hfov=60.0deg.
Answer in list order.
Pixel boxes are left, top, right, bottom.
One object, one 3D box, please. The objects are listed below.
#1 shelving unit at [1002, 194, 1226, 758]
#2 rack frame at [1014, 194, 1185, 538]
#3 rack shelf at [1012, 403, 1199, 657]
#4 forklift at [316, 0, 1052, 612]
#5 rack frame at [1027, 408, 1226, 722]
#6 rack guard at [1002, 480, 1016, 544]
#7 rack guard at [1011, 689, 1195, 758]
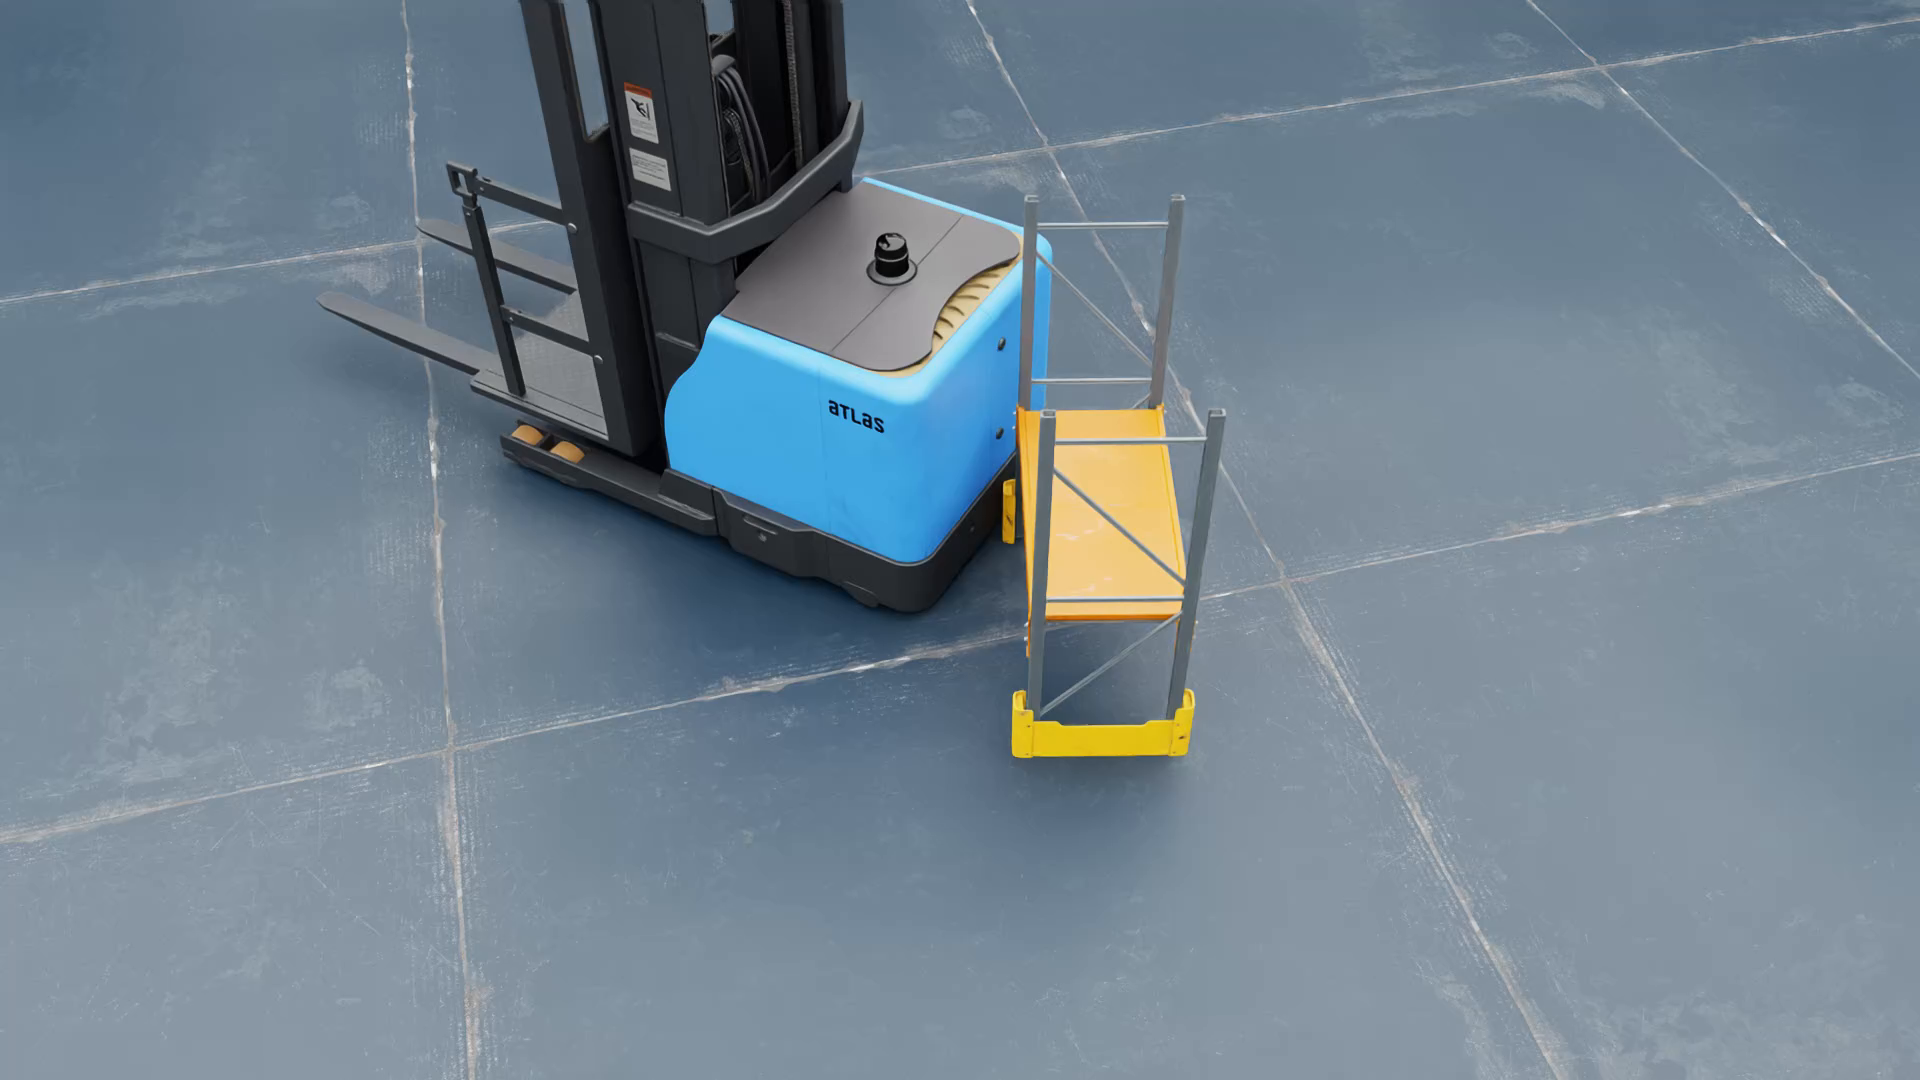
[{"bbox_3d":[0.460,-0.188,5.384,0.587,1.500,1.083,-1,46,-1],"label":"shelving unit"},{"bbox_3d":[0.453,-0.544,5.733,0.500,1.500,0.032,-1,46,-1],"label":"rack frame"},{"bbox_3d":[0.460,-0.056,5.506,0.538,0.185,1.000,-1,46,-1],"label":"rack shelf"},{"bbox_3d":[-1.201,-1.548,5.715,3.031,2.935,1.130,22,49,20],"label":"forklift"},{"bbox_3d":[0.467,0.182,5.022,0.500,1.500,0.032,-1,46,-1],"label":"rack frame"},{"bbox_3d":[0.453,-0.106,6.179,0.587,0.250,0.087,-1,46,-1],"label":"rack guard"},{"bbox_3d":[0.467,0.605,5.482,0.587,0.250,0.087,-1,46,-1],"label":"rack guard"}]
